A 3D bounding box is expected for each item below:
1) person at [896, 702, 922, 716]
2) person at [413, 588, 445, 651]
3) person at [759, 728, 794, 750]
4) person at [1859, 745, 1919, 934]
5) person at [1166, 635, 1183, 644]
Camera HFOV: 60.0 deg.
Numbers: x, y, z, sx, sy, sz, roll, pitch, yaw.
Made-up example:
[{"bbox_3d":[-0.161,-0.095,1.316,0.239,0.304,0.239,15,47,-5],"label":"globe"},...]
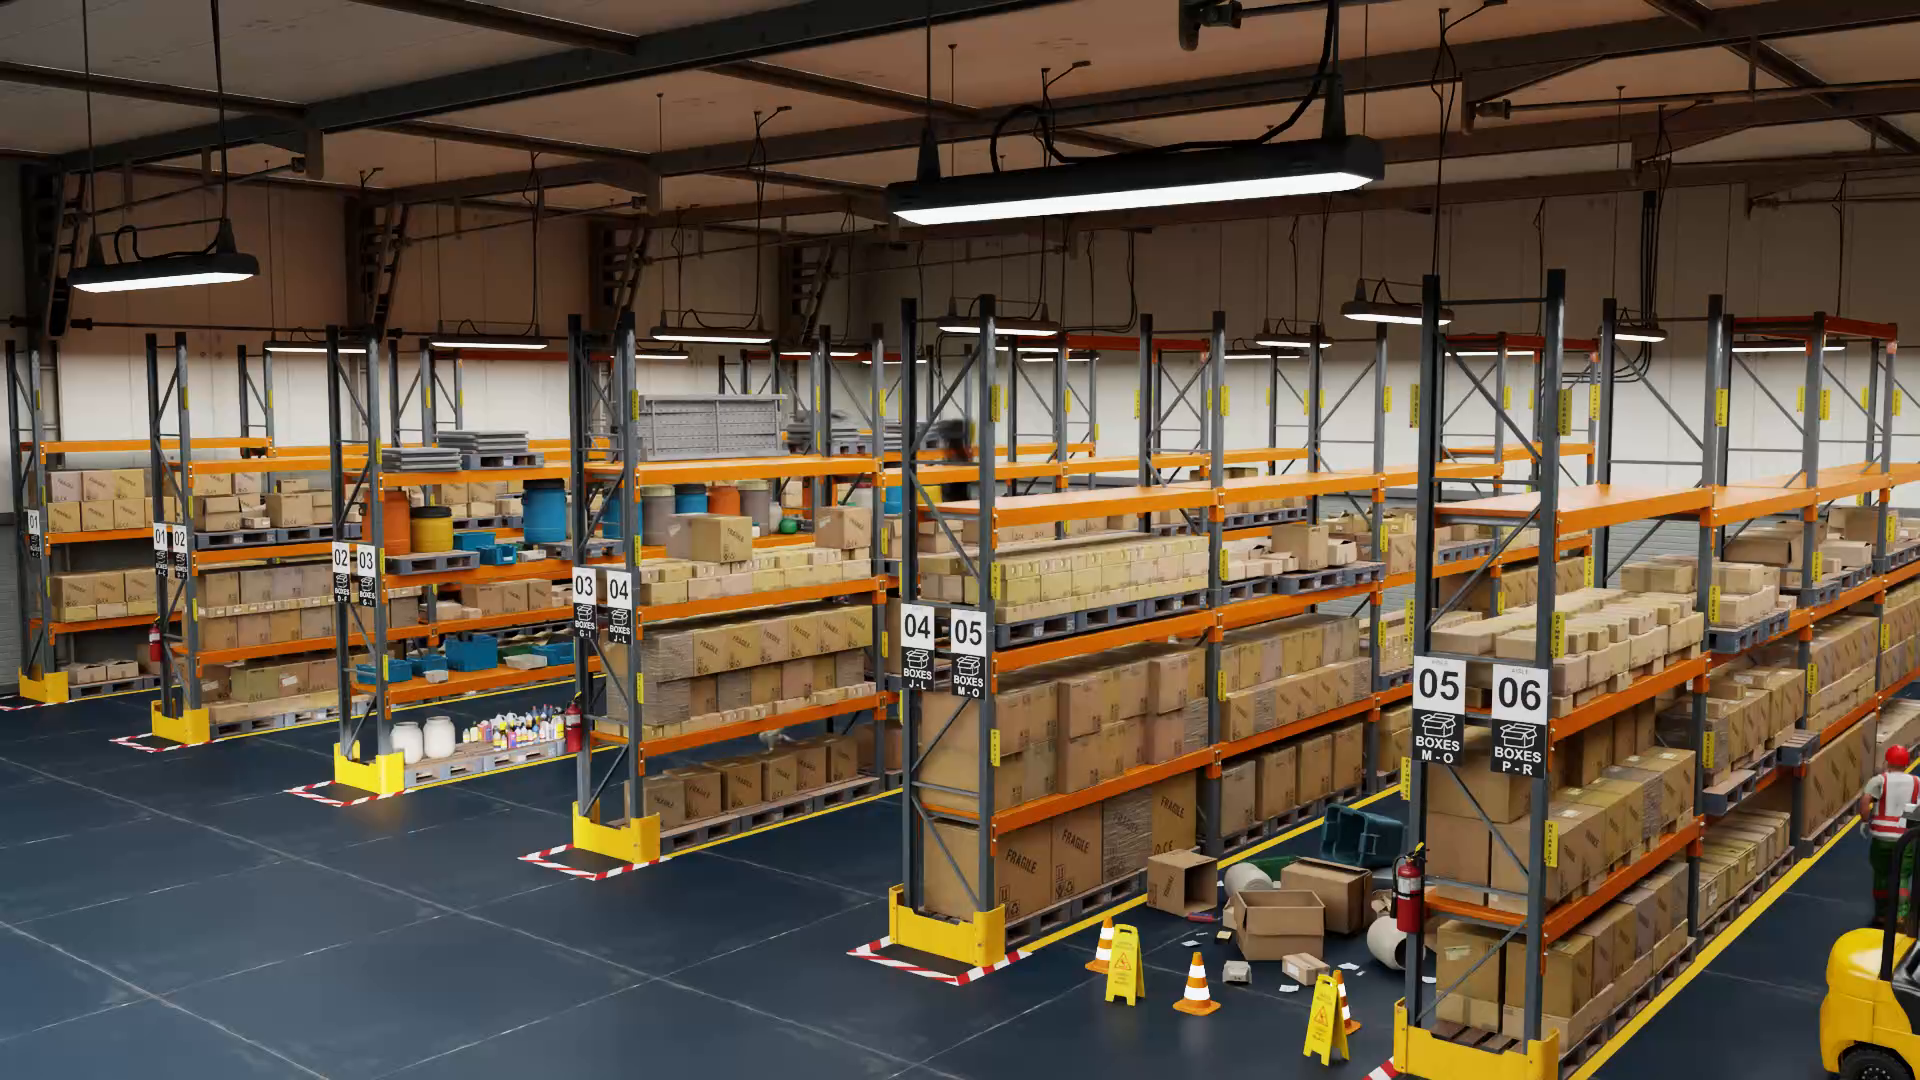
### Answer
[{"bbox_3d":[-0.783,2.153,24.944,0.628,1.626,0.989,3,6,28],"label":"person"},{"bbox_3d":[-9.561,1.665,30.143,0.549,1.661,0.802,3,6,27],"label":"person"},{"bbox_3d":[-2.489,2.270,22.697,0.659,1.725,0.590,3,6,33],"label":"person"},{"bbox_3d":[8.878,2.849,15.770,0.653,1.798,0.933,3,6,26],"label":"person"},{"bbox_3d":[3.049,2.195,23.569,0.558,1.741,0.860,4,6,37],"label":"person"}]
